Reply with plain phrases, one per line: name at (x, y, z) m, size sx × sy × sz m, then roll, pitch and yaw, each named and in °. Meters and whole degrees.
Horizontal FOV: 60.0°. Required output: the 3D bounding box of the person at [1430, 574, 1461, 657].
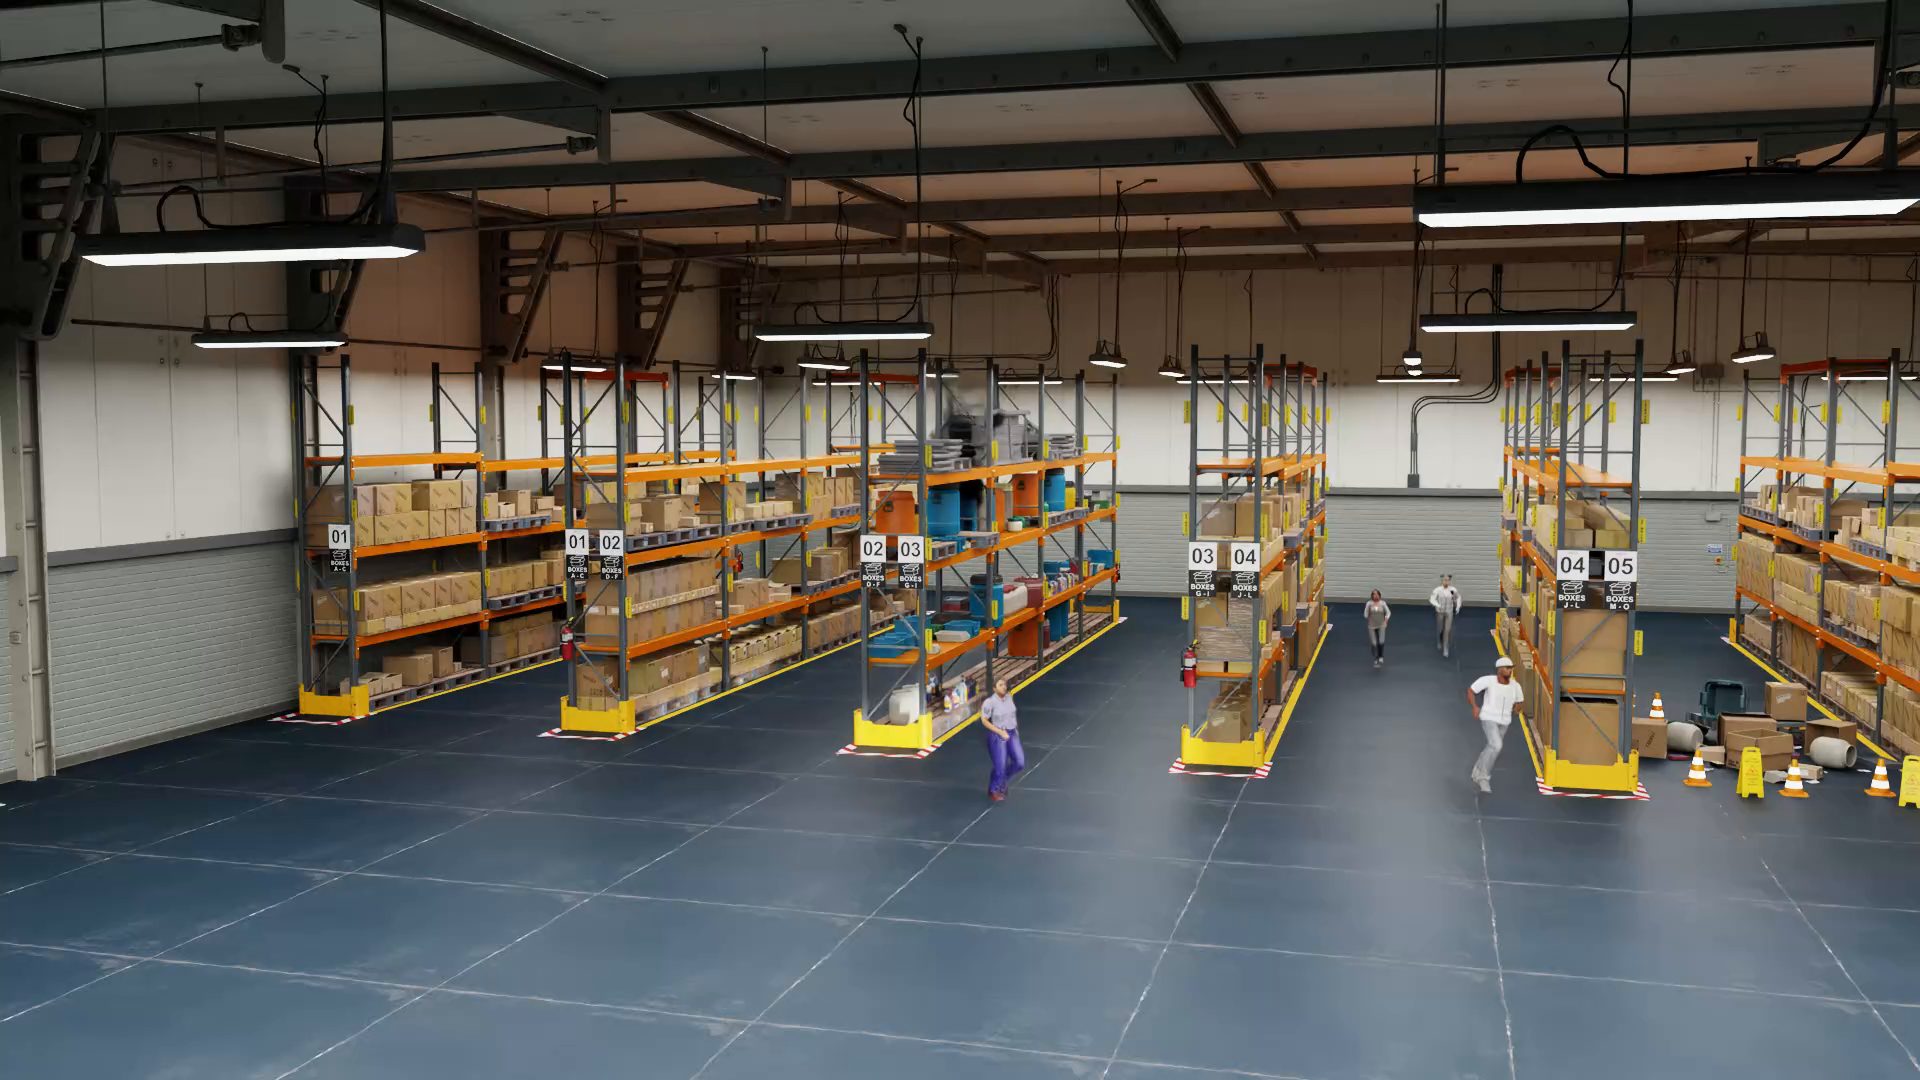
person at (1.418, 0.528, 37.017) m, size 18.714 × 3.424 × 1.010 m, roll 1°, pitch 4°, yaw 15°

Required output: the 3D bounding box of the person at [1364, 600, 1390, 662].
person at (8.243, 1.815, 32.898) m, size 0.508 × 1.262 × 0.519 m, roll 1°, pitch 4°, yaw 15°

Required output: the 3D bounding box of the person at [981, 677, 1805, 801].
person at (6.937, 2.399, 24.099) m, size 13.787 × 1.612 × 4.199 m, roll -3°, pitch 5°, yaw -37°

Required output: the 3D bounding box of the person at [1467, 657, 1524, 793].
person at (7.226, 2.469, 22.363) m, size 0.691 × 1.796 × 0.696 m, roll -1°, pitch 4°, yaw -16°
